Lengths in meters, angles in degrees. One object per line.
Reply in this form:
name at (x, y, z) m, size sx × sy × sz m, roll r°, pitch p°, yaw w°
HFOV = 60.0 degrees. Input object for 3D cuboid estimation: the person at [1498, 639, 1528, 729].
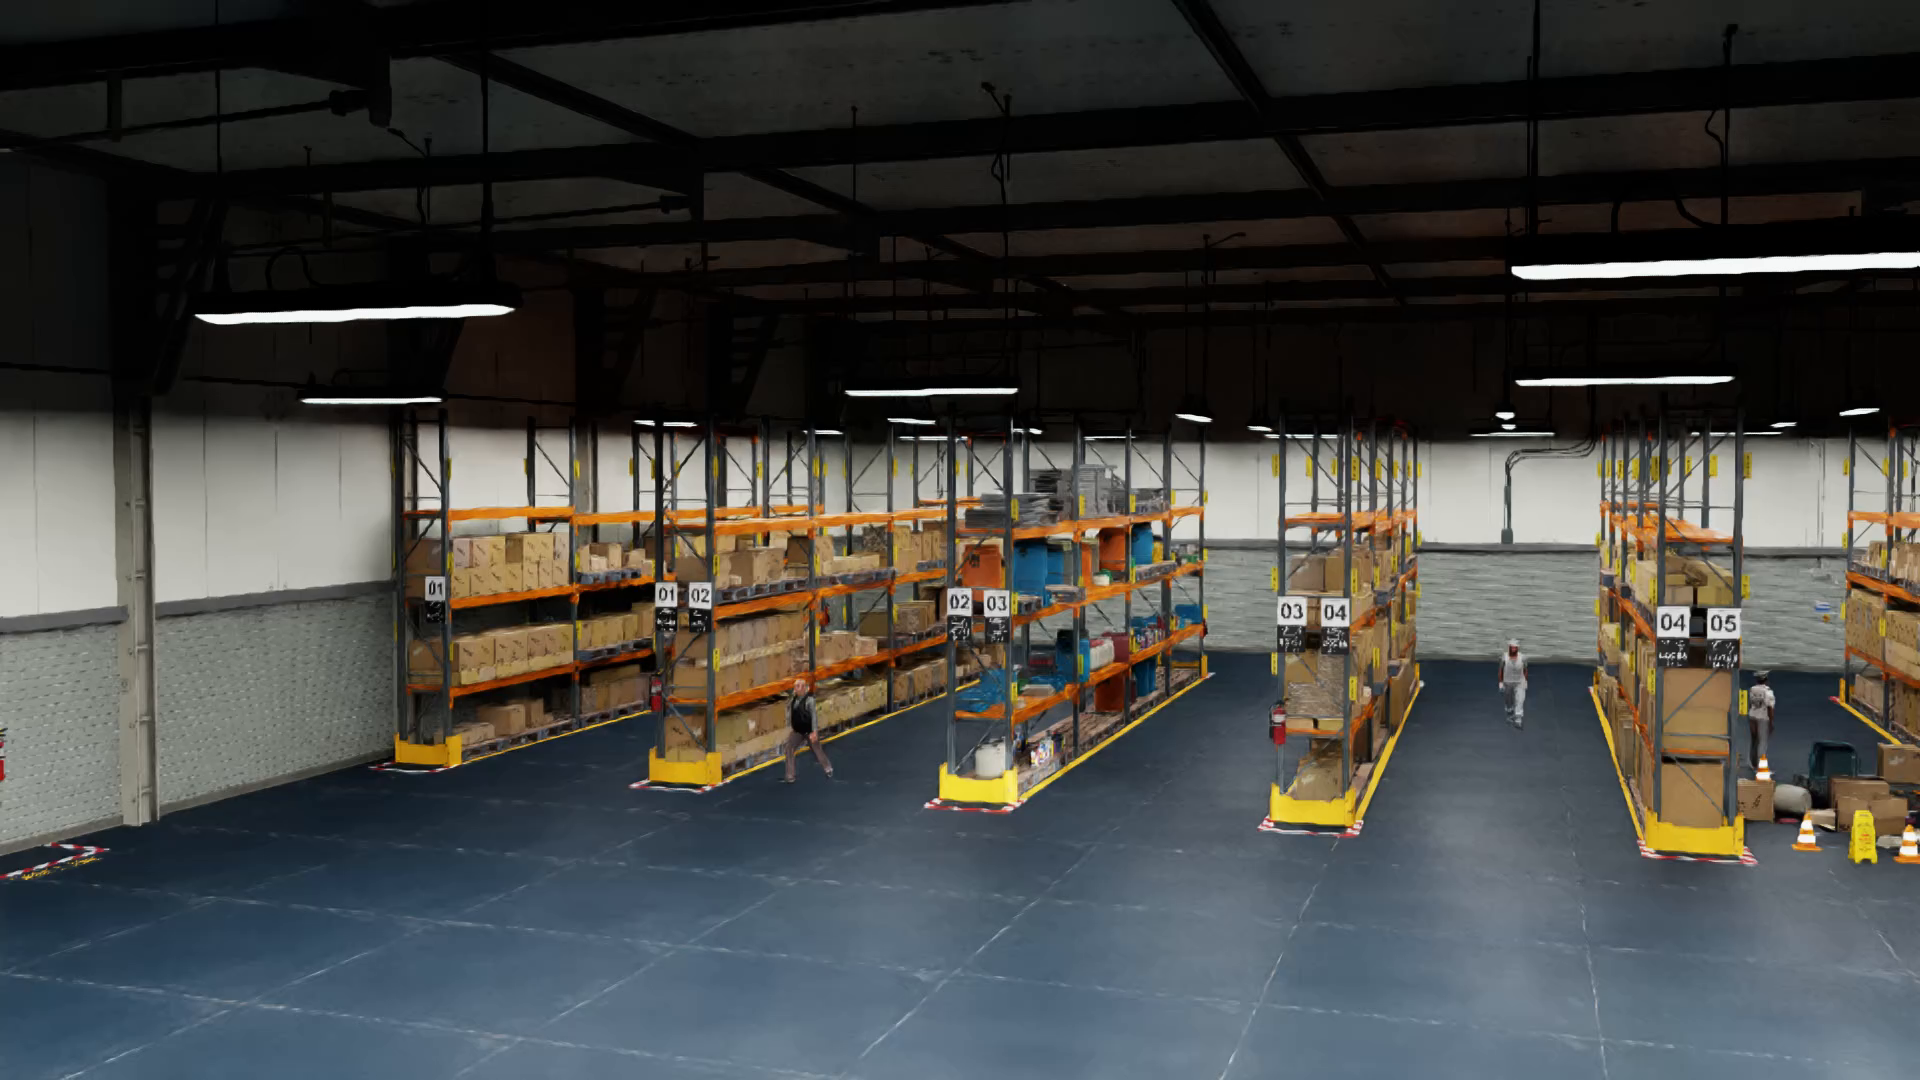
person at (10.689, 2.754, 32.137) m, size 0.553 × 1.709 × 1.123 m, roll 1°, pitch 3°, yaw 20°

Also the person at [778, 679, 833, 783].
person at (-2.447, 3.034, 26.545) m, size 0.572 × 1.669 × 0.954 m, roll 2°, pitch 3°, yaw 39°

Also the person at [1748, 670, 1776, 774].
person at (13.210, 2.981, 27.353) m, size 0.416 × 1.679 × 0.507 m, roll -1°, pitch 3°, yaw -13°
